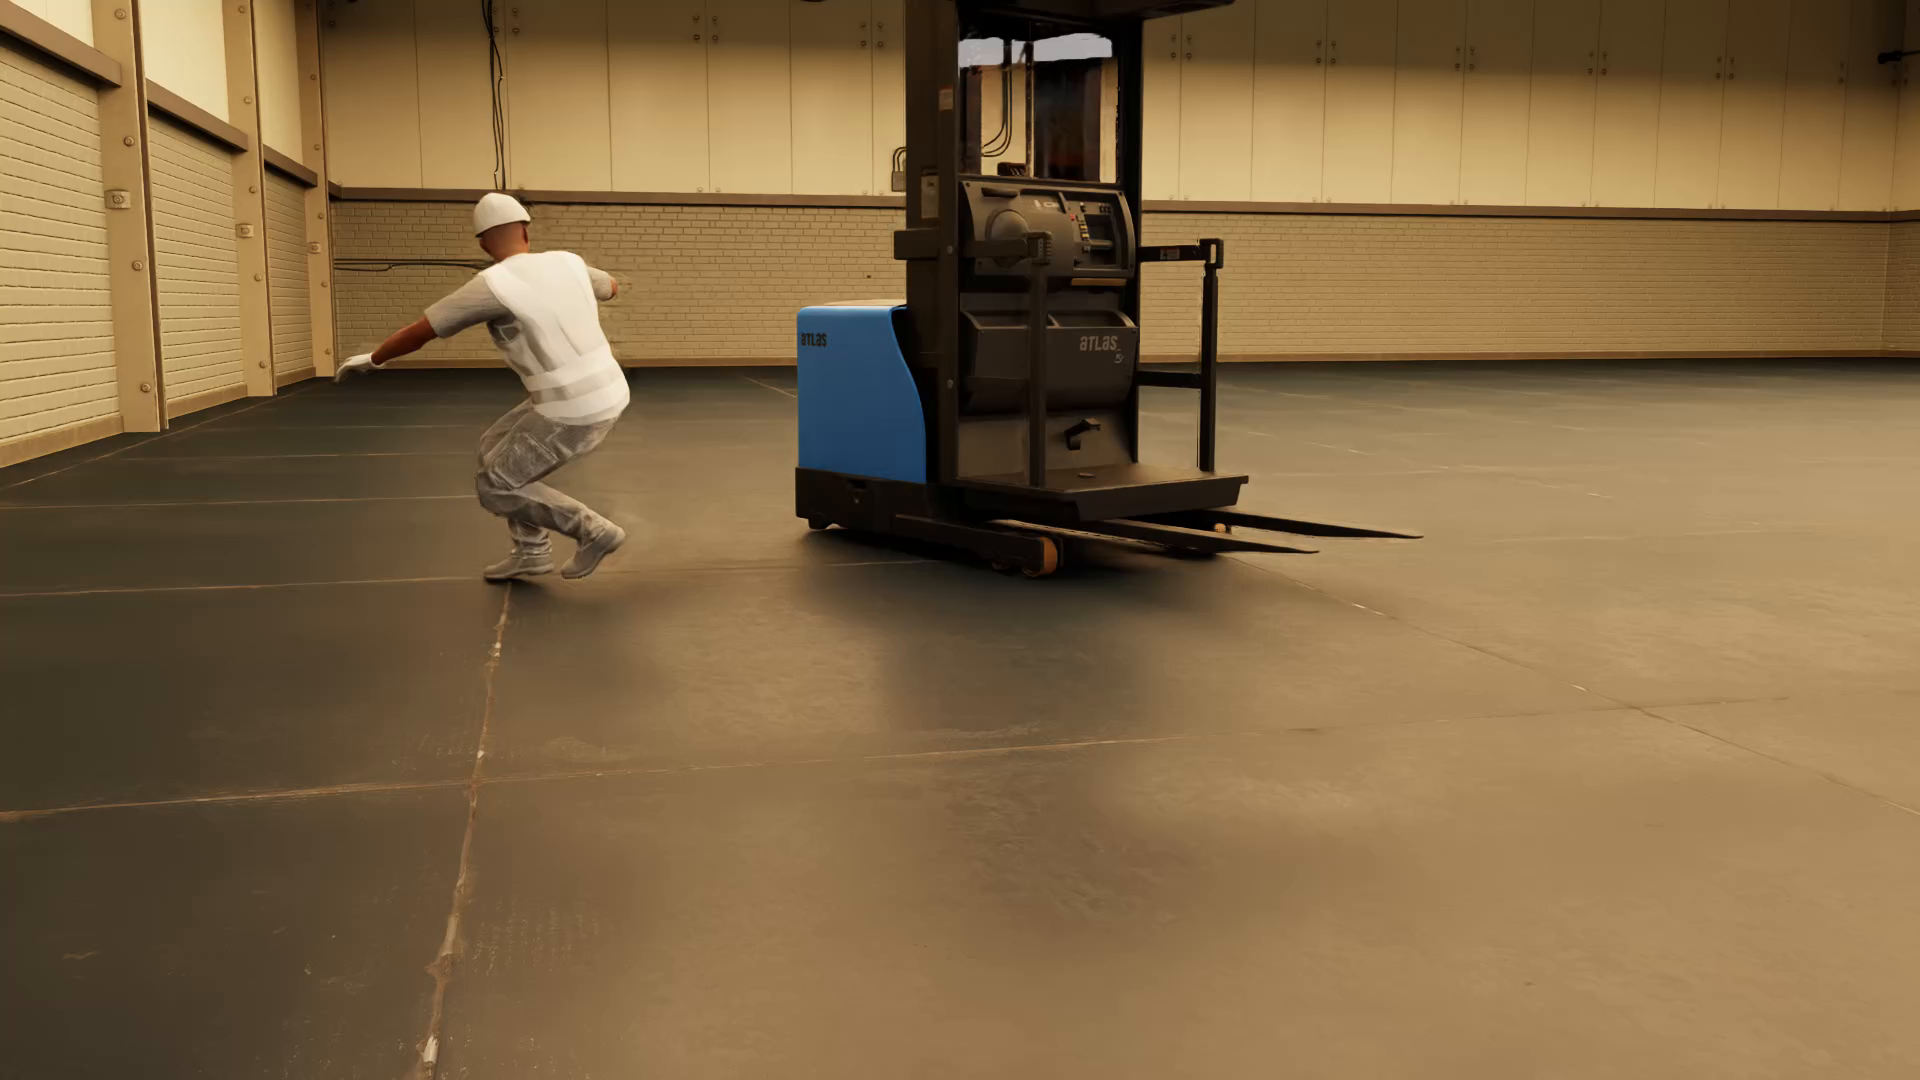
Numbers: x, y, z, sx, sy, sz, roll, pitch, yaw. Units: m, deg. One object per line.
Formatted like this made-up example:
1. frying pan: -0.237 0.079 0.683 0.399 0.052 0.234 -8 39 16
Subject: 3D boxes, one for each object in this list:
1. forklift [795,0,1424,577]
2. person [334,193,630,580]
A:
1. forklift: 0.525 -1.381 6.999 1.130 2.935 3.031 -6 10 -39
2. person: -1.778 -0.570 6.371 1.049 1.479 0.812 1 8 7
